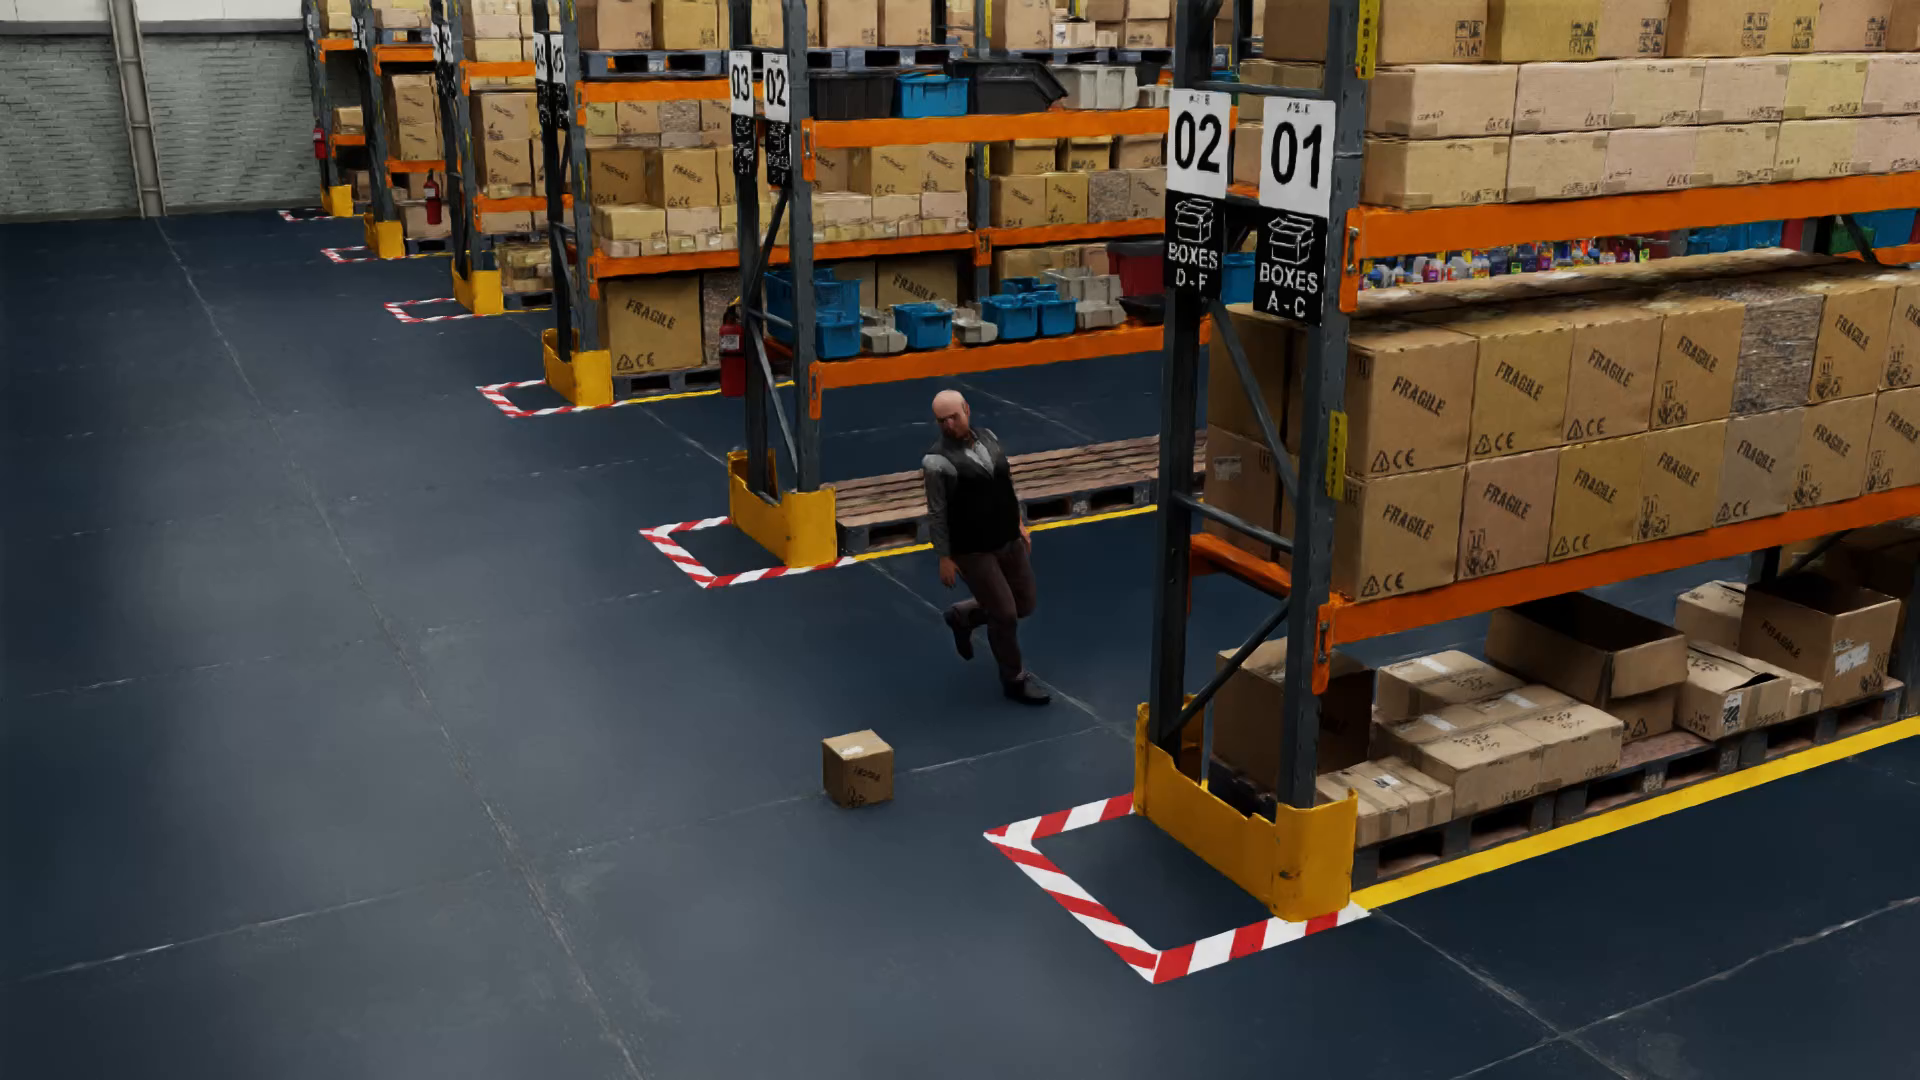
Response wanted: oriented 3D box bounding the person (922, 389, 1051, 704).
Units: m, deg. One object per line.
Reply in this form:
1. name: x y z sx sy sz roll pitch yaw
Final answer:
1. person: 0.111 0.033 8.587 0.731 1.664 0.609 15 24 38
